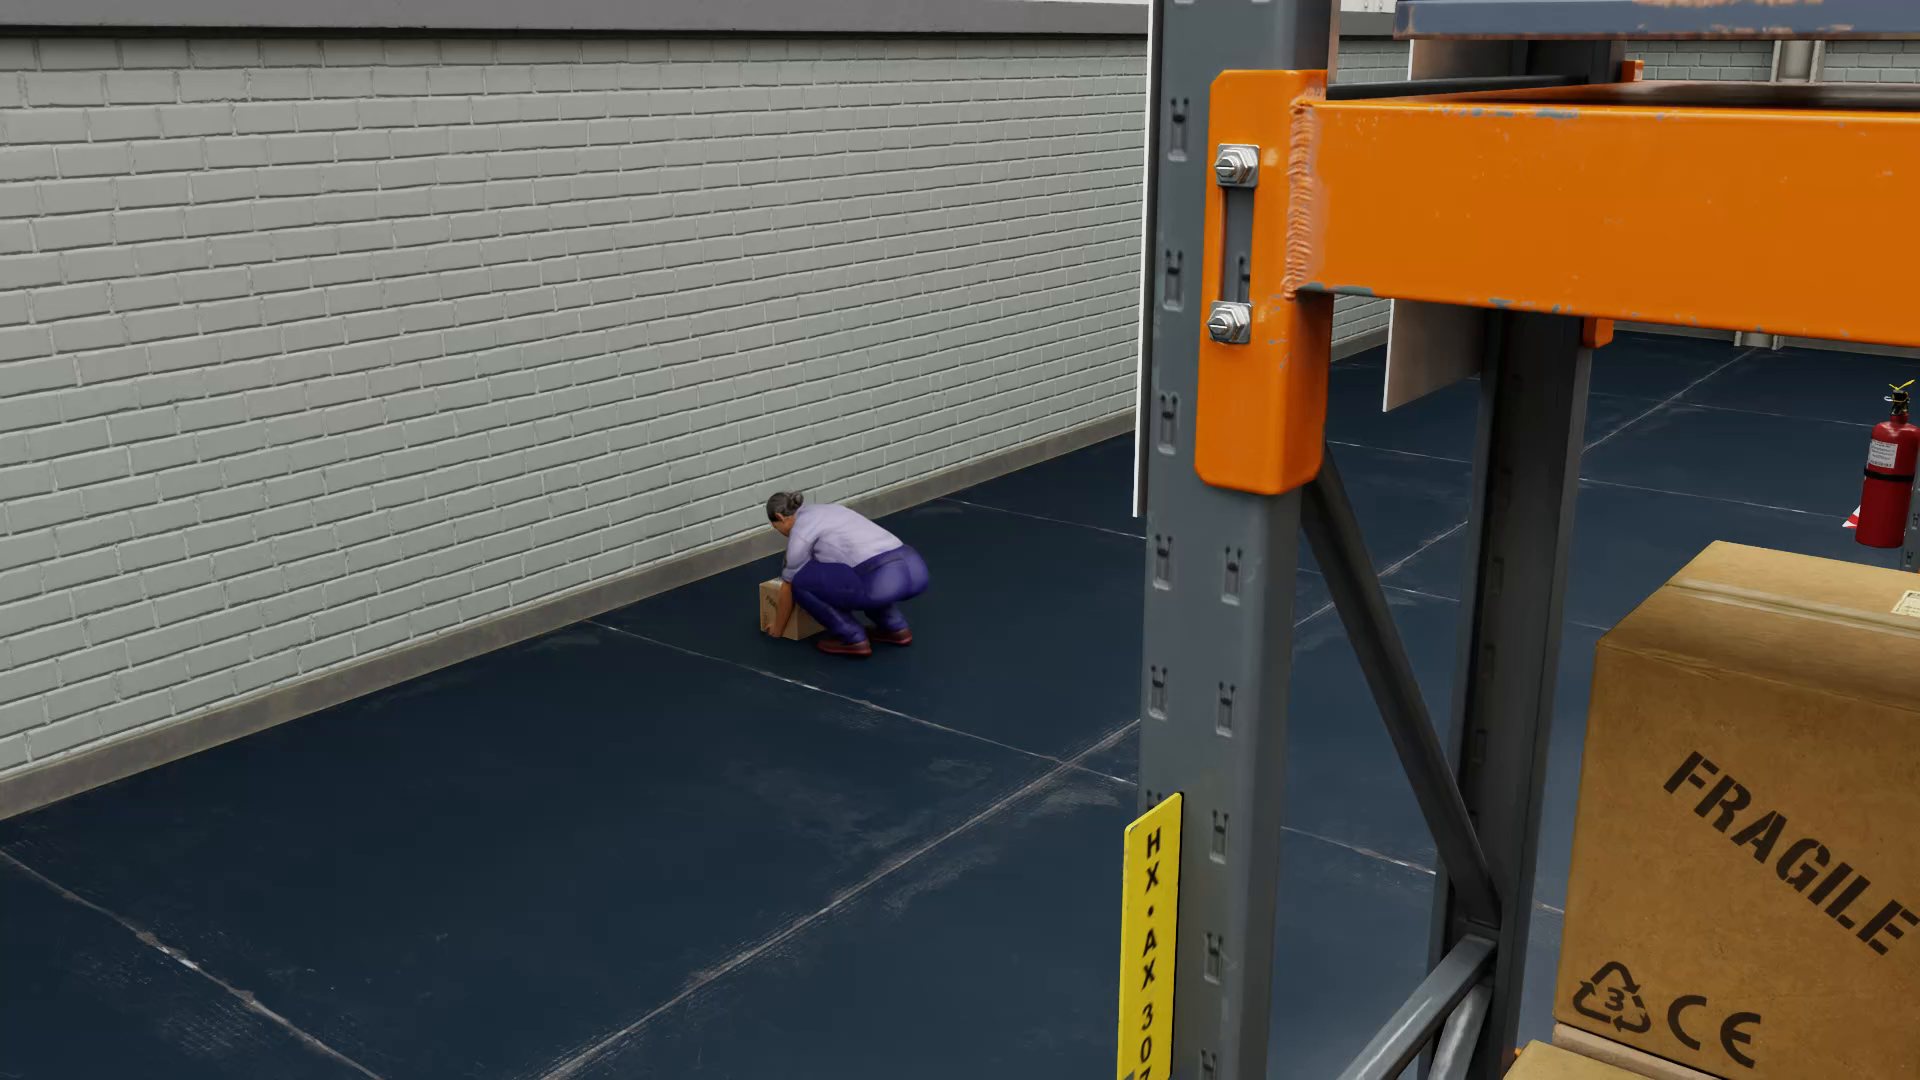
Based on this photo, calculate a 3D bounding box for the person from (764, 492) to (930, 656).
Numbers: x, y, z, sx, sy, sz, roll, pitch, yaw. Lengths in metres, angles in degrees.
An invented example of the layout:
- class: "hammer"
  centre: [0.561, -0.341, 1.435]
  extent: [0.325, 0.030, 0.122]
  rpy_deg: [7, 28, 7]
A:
- class: "person"
  centre: [-0.569, 0.186, 8.153]
  extent: [0.848, 0.816, 0.513]
  rpy_deg: [12, 20, 34]
